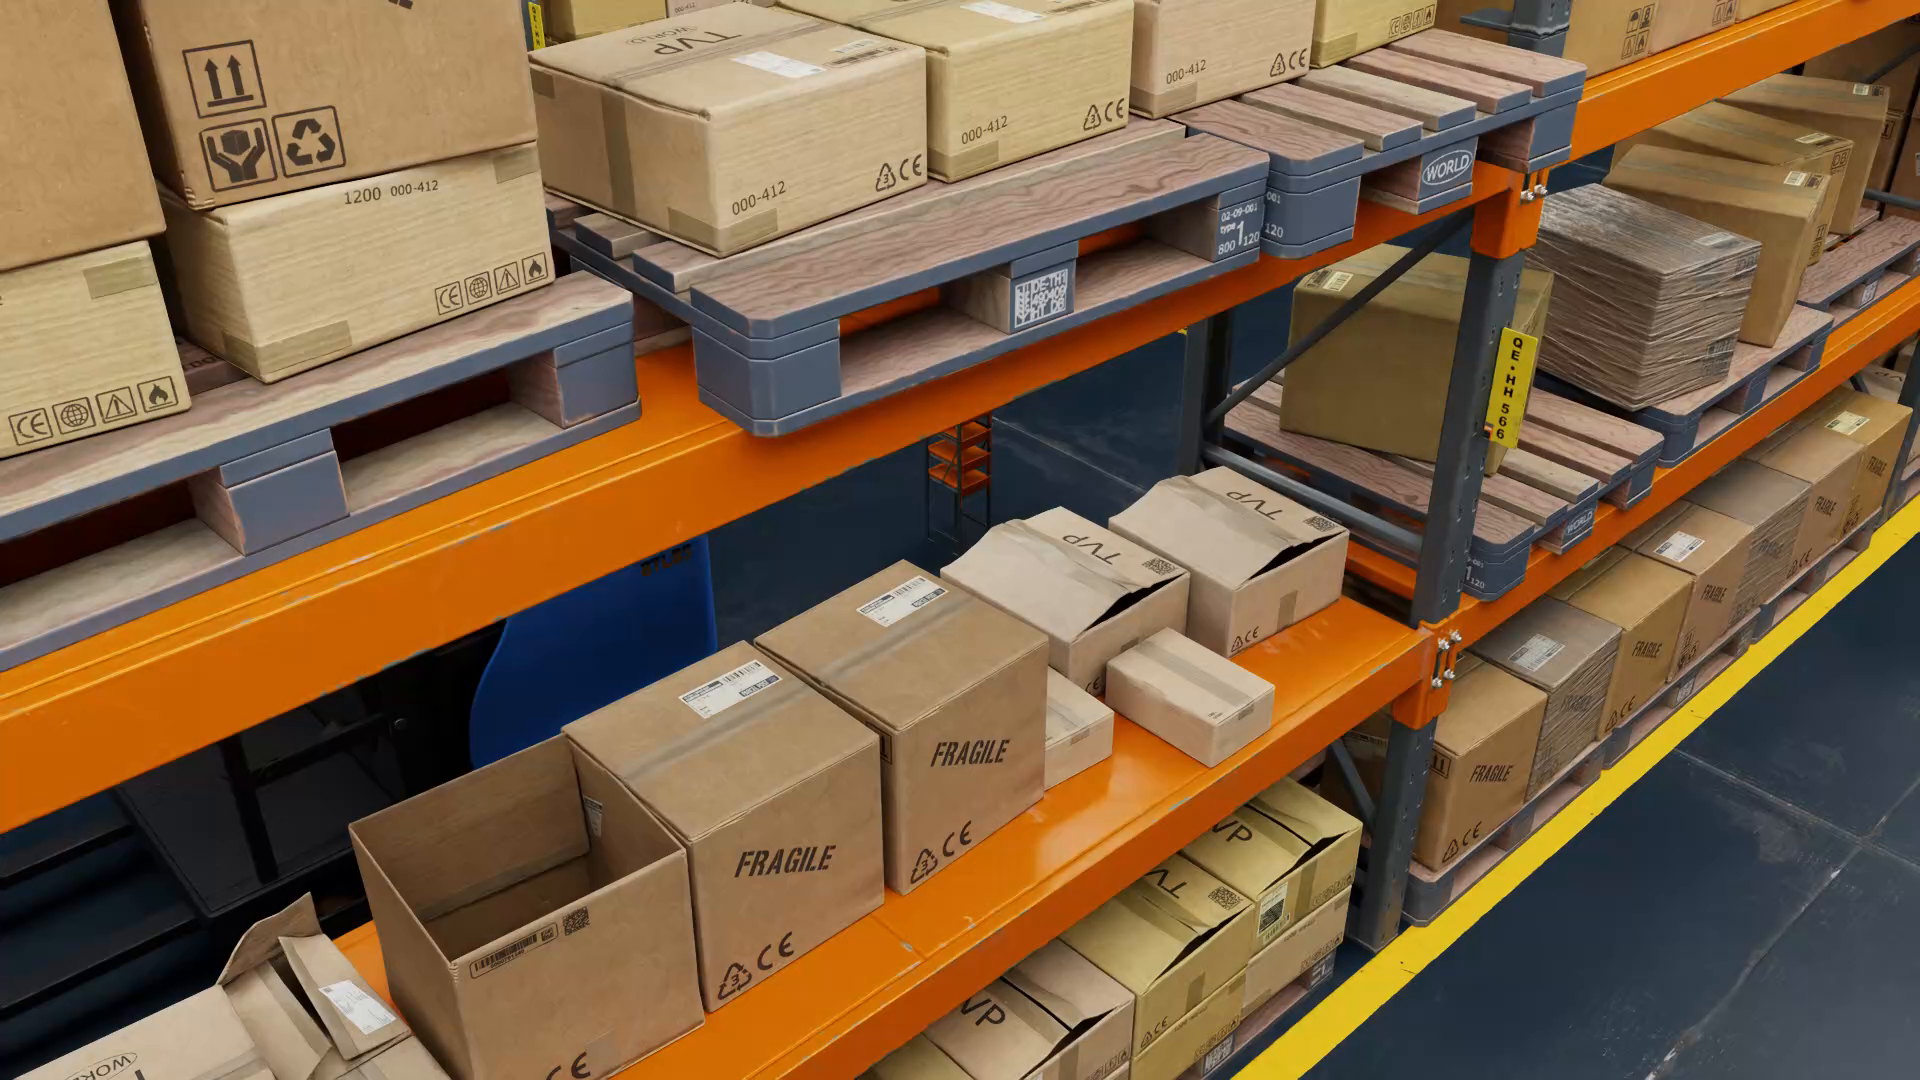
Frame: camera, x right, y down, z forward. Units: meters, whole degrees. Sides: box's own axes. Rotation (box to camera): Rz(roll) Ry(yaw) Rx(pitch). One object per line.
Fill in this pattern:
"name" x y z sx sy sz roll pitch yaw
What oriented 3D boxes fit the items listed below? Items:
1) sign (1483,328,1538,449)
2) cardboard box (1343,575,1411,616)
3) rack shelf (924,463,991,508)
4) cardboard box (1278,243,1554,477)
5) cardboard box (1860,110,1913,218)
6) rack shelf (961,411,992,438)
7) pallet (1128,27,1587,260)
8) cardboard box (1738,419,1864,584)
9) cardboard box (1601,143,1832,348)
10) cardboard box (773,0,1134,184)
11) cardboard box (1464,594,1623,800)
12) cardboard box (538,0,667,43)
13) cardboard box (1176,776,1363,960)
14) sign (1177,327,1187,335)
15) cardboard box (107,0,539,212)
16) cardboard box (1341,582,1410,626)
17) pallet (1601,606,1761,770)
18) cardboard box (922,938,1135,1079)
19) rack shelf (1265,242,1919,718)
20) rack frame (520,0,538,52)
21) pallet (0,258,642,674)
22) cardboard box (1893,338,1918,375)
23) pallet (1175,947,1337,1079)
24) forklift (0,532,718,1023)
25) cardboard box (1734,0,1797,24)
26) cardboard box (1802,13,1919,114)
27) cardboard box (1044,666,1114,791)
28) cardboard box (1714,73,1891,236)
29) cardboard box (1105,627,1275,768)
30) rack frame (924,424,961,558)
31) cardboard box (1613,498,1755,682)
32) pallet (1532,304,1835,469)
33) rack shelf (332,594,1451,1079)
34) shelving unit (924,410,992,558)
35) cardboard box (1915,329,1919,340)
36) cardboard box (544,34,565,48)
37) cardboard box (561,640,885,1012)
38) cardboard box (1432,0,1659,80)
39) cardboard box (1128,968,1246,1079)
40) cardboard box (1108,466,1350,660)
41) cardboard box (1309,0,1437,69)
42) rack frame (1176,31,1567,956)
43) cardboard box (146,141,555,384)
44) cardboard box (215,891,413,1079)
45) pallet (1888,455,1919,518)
"sign" 1.461 -0.401 4.420 0.005 0.325 0.100 -26 40 -35
"cardboard box" 1.646 -0.002 6.134 0.500 0.250 0.500 -24 39 -34
"rack shelf" -0.011 -0.264 7.577 0.180 0.103 0.258 -26 40 -35
"cardboard box" 1.466 -0.606 5.367 0.700 0.500 0.500 15 35 23
"cardboard box" 4.206 -1.855 7.812 0.500 0.500 0.500 -25 39 -35
"rack shelf" -0.011 -0.571 7.389 0.180 0.103 0.258 -26 40 -35
"pallet" 0.644 -1.042 3.884 1.003 0.211 1.213 -24 39 -33
"cardboard box" 3.479 -0.201 7.178 0.500 0.500 0.500 -26 40 -35
"cardboard box" 2.761 -1.108 6.188 0.700 0.500 0.500 18 36 27
"cardboard box" -0.013 -0.939 3.276 0.500 0.250 0.500 -27 40 -36
"cardboard box" 1.989 0.521 5.997 0.500 0.500 0.500 -27 41 -37
"cardboard box" -1.760 -2.582 7.978 0.500 0.250 0.500 -25 39 -34
"cardboard box" 0.864 0.917 5.071 0.500 0.311 0.500 -25 39 -34
"sign" 0.705 -0.782 5.120 0.005 0.325 0.100 -26 40 -35
"cardboard box" -0.971 -0.828 2.376 0.500 0.500 0.500 -22 38 -31
"cardboard box" 1.607 0.339 6.294 0.500 0.500 0.500 -24 39 -34
"pallet" 2.549 0.391 6.908 1.213 0.211 1.003 -26 40 -35
"cardboard box" 0.116 1.282 4.474 0.500 0.311 0.500 -26 40 -36
"rack shelf" 2.548 -0.520 6.415 4.000 0.370 1.077 -26 40 -35
"rack frame" -2.290 -2.011 8.164 0.127 3.000 1.000 -26 40 -35
"pallet" -1.214 -0.215 2.534 0.805 0.209 1.217 27 41 37
"cardboard box" 5.097 -0.892 8.628 0.250 0.166 0.380 -26 40 -35
"pallet" 0.451 1.349 5.342 1.213 0.211 1.003 -26 40 -35
"forklift" -2.332 -0.148 5.183 3.031 2.935 1.130 -25 39 -35
"cardboard box" 2.133 -1.973 5.130 0.500 0.500 0.910 -26 40 -35
"cardboard box" 4.209 -2.284 7.556 0.500 0.500 0.500 -26 40 -35
"cardboard box" 0.184 0.463 4.358 0.250 0.149 0.380 -23 38 -32
"cardboard box" 3.515 -1.676 7.117 0.700 0.500 0.500 15 35 23
"cardboard box" 0.609 0.414 4.438 0.250 0.149 0.380 -26 40 -35
"rack frame" -0.078 -0.474 7.376 0.006 1.200 0.240 -26 40 -35
"cardboard box" 2.740 0.158 6.591 0.500 0.500 0.500 -27 41 -37
"pallet" 2.504 -0.727 6.248 1.213 0.211 1.003 -26 40 -35
"rack shelf" -0.385 0.899 4.095 4.000 0.370 1.077 -26 40 -35
"shelving unit" -0.011 -0.507 7.429 0.189 1.200 0.258 -26 40 -35
"cardboard box" 5.388 -1.328 9.017 0.637 0.503 0.797 -26 40 -35
"cardboard box" -1.760 -2.264 8.177 0.500 0.500 0.500 -24 39 -34
"cardboard box" -0.524 0.628 3.752 0.500 0.500 0.500 -26 40 -35
"cardboard box" 1.378 -1.608 4.533 0.500 0.500 0.910 -26 40 -35
"cardboard box" 0.486 1.340 4.916 0.500 0.250 0.500 -26 40 -36
"cardboard box" 0.785 0.033 4.907 0.500 0.311 0.500 -23 38 -33
"cardboard box" 0.787 -1.330 3.916 0.500 0.250 0.500 26 40 35
"rack frame" 1.081 -0.118 5.067 0.127 3.000 1.000 -26 40 -35
"cardboard box" -0.993 -0.505 2.566 0.500 0.250 0.500 25 39 34
"cardboard box" -1.332 0.976 3.407 0.258 0.266 0.396 -27 40 -37
"pallet" 4.518 -0.590 8.513 1.213 0.211 1.003 -26 40 -35
